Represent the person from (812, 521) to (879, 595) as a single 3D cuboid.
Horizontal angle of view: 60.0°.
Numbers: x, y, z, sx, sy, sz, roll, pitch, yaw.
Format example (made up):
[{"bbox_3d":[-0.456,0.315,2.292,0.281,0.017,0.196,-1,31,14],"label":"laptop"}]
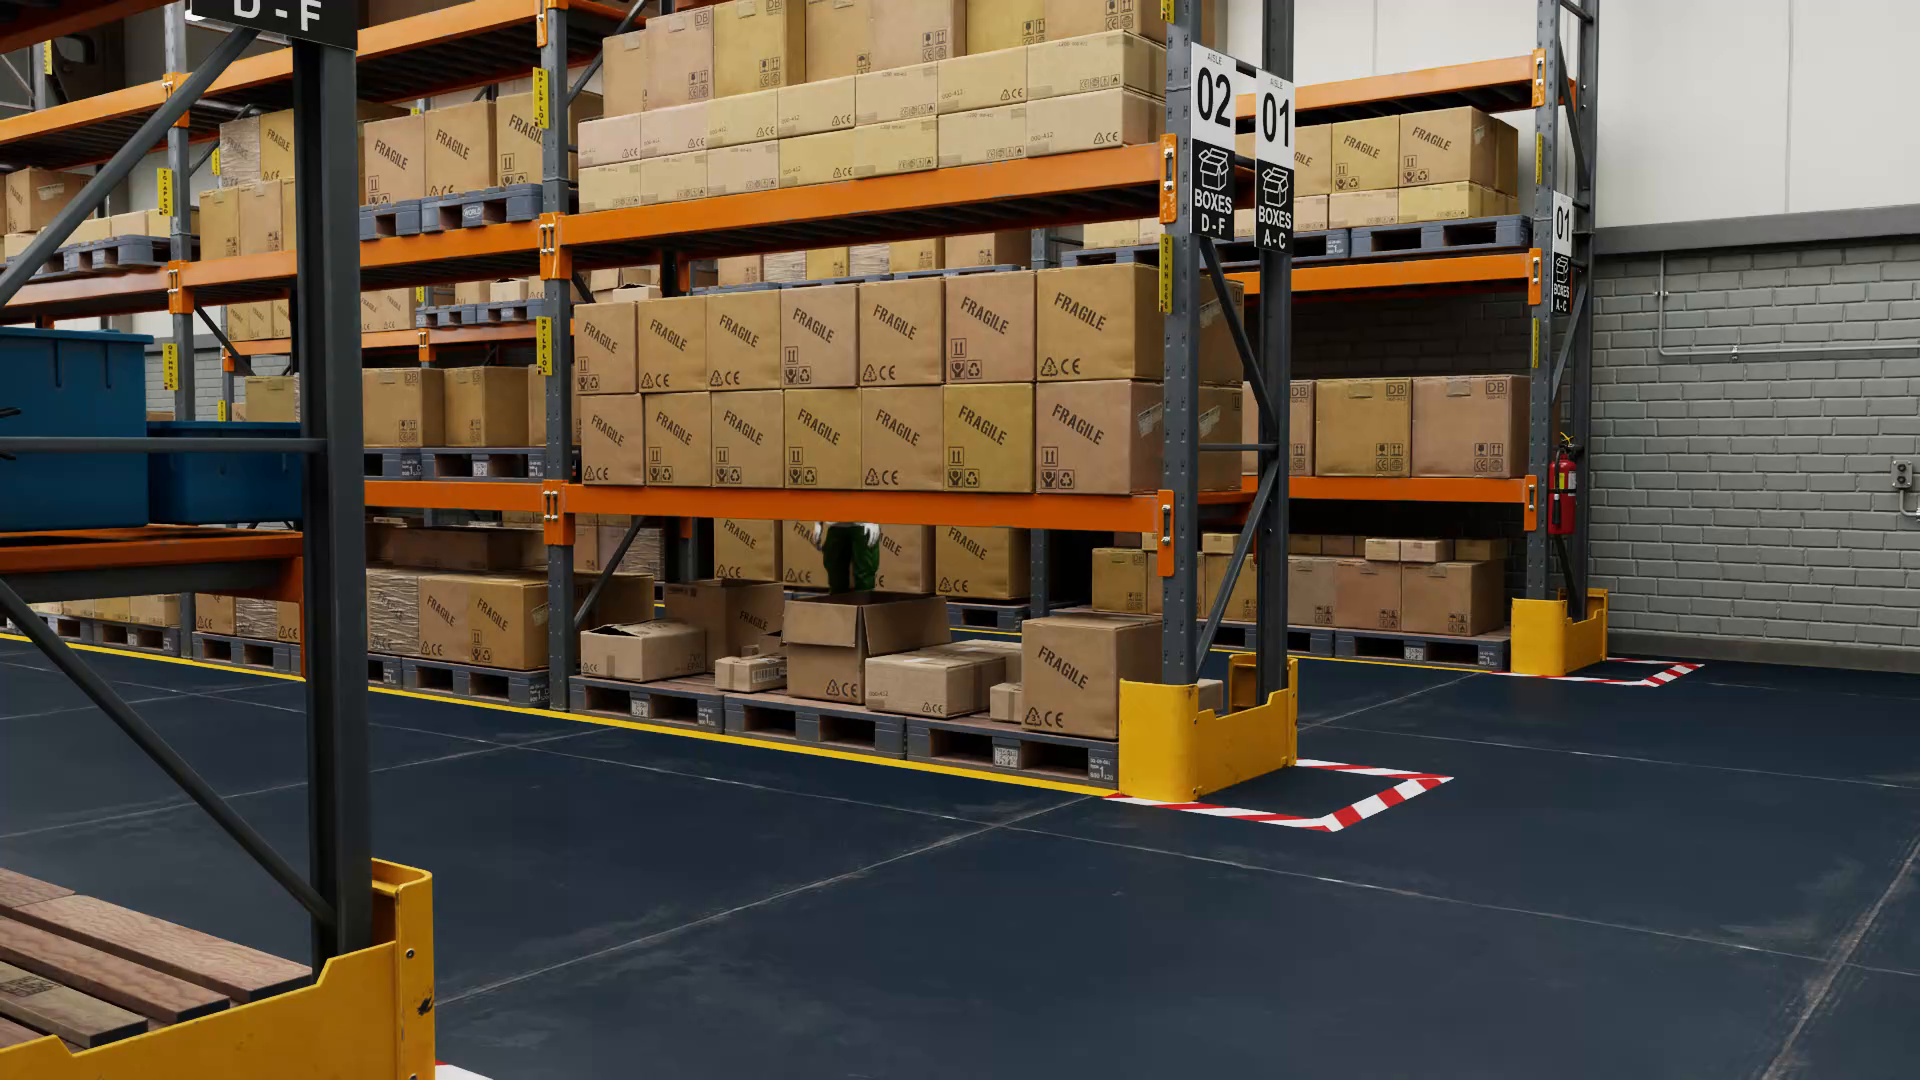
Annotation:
[{"bbox_3d":[-0.837,-0.082,12.080,0.568,1.795,0.479,1,3,22],"label":"person"}]
